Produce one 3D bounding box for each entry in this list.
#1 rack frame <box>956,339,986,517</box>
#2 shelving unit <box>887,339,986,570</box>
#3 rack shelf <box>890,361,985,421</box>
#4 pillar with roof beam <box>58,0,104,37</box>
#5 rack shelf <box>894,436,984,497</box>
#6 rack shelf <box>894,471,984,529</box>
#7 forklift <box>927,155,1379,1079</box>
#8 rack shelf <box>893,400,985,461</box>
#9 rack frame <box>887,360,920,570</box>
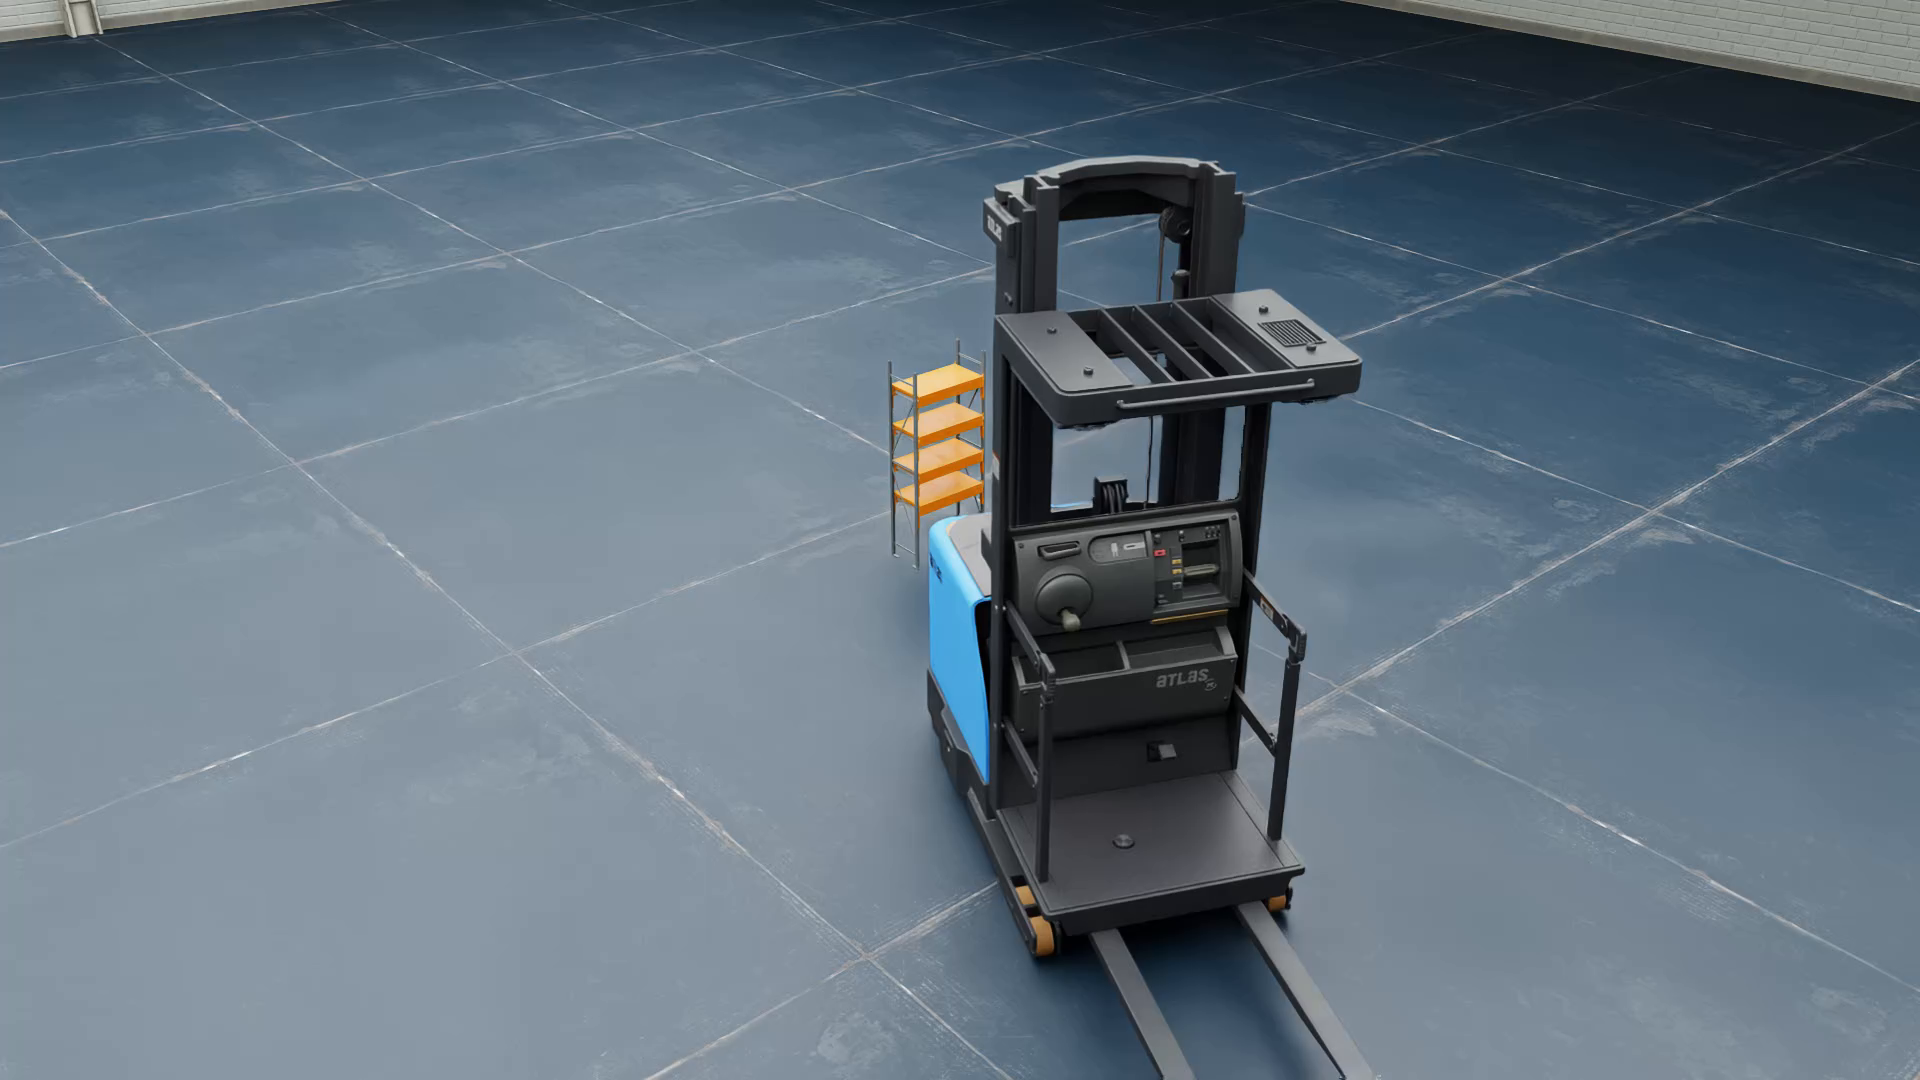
[{"bbox_3d":[0.060,-0.553,9.512,0.015,1.200,0.240,-22,35,-35],"label":"rack frame"},{"bbox_3d":[-0.126,-0.479,9.372,0.503,1.200,0.258,-22,35,-35],"label":"shelving unit"},{"bbox_3d":[-0.126,-0.825,9.187,0.480,0.148,0.258,-22,35,-35],"label":"rack shelf"},{"bbox_3d":[-9.131,-9.324,17.649,0.400,9.000,9.100,-22,35,-35],"label":"pillar with roof beam"},{"bbox_3d":[-0.126,-0.419,9.404,0.480,0.148,0.258,-22,35,-35],"label":"rack shelf"},{"bbox_3d":[-0.126,-0.244,9.498,0.480,0.148,0.258,-22,35,-35],"label":"rack shelf"},{"bbox_3d":[0.724,0.167,6.328,1.130,2.935,3.031,-7,29,-14],"label":"forklift"},{"bbox_3d":[-0.126,-0.616,9.299,0.480,0.148,0.258,-22,35,-35],"label":"rack shelf"},{"bbox_3d":[-0.312,-0.404,9.233,0.015,1.200,0.240,-22,35,-35],"label":"rack frame"}]
